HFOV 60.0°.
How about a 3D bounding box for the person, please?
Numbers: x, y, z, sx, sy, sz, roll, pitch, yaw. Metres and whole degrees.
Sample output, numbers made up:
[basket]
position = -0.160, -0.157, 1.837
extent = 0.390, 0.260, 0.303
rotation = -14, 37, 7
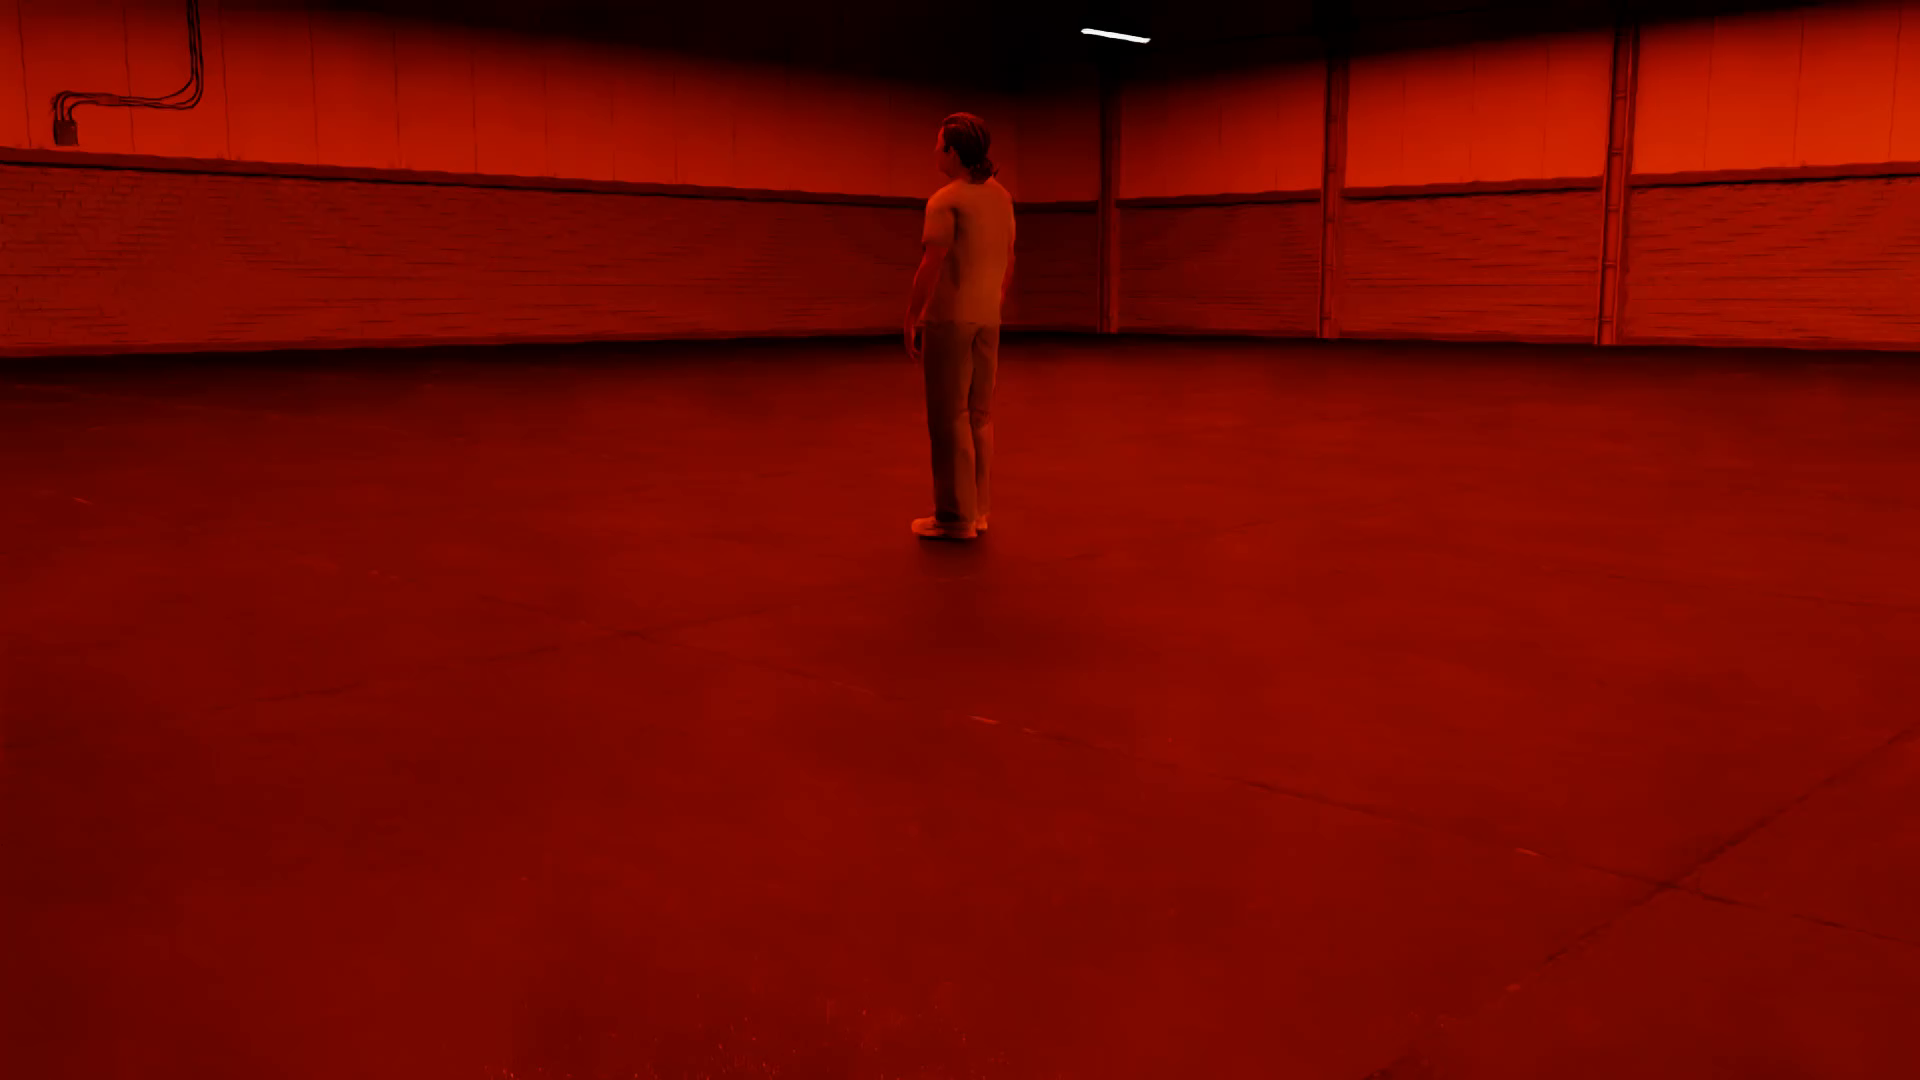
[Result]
[person]
position = -0.044, -0.845, 6.652
extent = 0.548, 1.674, 0.550
rotation = 8, 12, 43
